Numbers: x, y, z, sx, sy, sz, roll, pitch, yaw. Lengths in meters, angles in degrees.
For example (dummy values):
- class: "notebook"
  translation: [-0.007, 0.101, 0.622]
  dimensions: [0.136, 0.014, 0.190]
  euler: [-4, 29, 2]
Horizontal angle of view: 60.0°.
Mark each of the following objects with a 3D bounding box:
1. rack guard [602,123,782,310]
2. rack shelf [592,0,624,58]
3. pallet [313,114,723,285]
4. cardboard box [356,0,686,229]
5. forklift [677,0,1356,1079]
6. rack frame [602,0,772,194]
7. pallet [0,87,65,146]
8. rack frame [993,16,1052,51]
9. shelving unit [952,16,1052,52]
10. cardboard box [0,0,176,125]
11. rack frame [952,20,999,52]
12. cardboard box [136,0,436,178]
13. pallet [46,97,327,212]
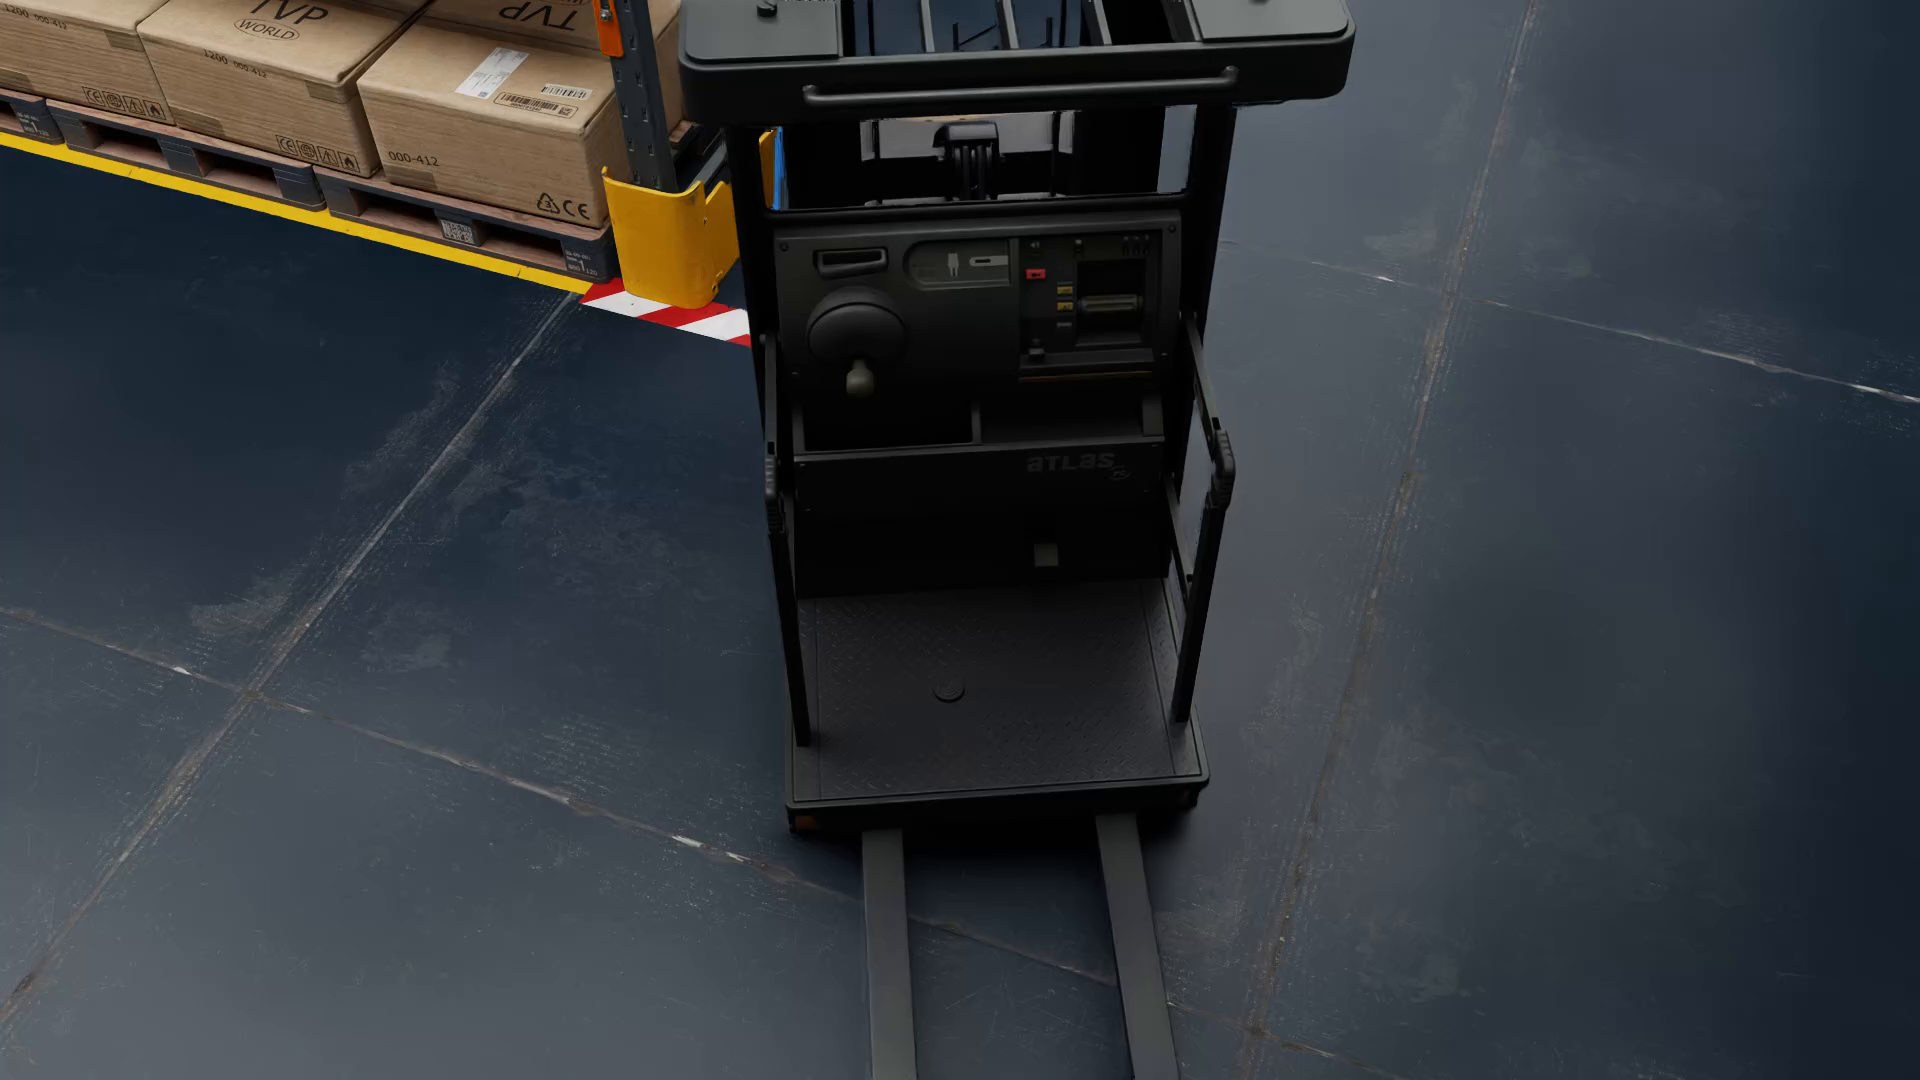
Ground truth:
- class: "rack guard"
  translation: [-0.879, -1.435, 6.163]
  dimensions: [0.348, 0.500, 1.175]
  euler: [16, 51, 13]
- class: "rack shelf"
  translation: [-2.777, -2.549, 5.950]
  dimensions: [4.000, 0.370, 1.077]
  euler: [16, 51, 13]
- class: "pallet"
  translation: [-1.678, -1.501, 6.411]
  dimensions: [1.213, 0.211, 1.003]
  euler: [16, 51, 13]
- class: "cardboard box"
  translation: [-1.555, -1.661, 6.122]
  dimensions: [0.875, 0.438, 0.875]
  euler: [14, 51, 12]
- class: "forklift"
  translation: [0.064, -0.438, 3.690]
  dimensions: [1.130, 2.935, 3.031]
  euler: [-3, 49, -3]
- class: "rack frame"
  translation: [-0.901, -2.260, 5.224]
  dimensions: [0.127, 3.000, 1.000]
  euler: [16, 51, 13]
- class: "pallet"
  translation: [-3.967, -2.140, 6.965]
  dimensions: [1.213, 0.211, 1.003]
  euler: [16, 51, 13]
- class: "rack frame"
  translation: [0.203, -1.117, 5.415]
  dimensions: [0.240, 1.200, 0.006]
  euler: [-34, 55, -26]
- class: "shelving unit"
  translation: [0.142, -1.166, 5.462]
  dimensions: [0.258, 1.200, 0.189]
  euler: [-34, 55, -26]
- class: "cardboard box"
  translation: [-3.261, -2.132, 6.530]
  dimensions: [0.875, 0.438, 0.875]
  euler: [14, 51, 12]
- class: "rack frame"
  translation: [0.081, -1.215, 5.510]
  dimensions: [0.240, 1.200, 0.006]
  euler: [-34, 55, -26]
- class: "cardboard box"
  translation: [-2.416, -1.894, 6.325]
  dimensions: [0.875, 0.438, 0.875]
  euler: [17, 51, 14]
- class: "pallet"
  translation: [-2.819, -1.822, 6.689]
  dimensions: [1.213, 0.211, 1.003]
  euler: [16, 51, 13]
